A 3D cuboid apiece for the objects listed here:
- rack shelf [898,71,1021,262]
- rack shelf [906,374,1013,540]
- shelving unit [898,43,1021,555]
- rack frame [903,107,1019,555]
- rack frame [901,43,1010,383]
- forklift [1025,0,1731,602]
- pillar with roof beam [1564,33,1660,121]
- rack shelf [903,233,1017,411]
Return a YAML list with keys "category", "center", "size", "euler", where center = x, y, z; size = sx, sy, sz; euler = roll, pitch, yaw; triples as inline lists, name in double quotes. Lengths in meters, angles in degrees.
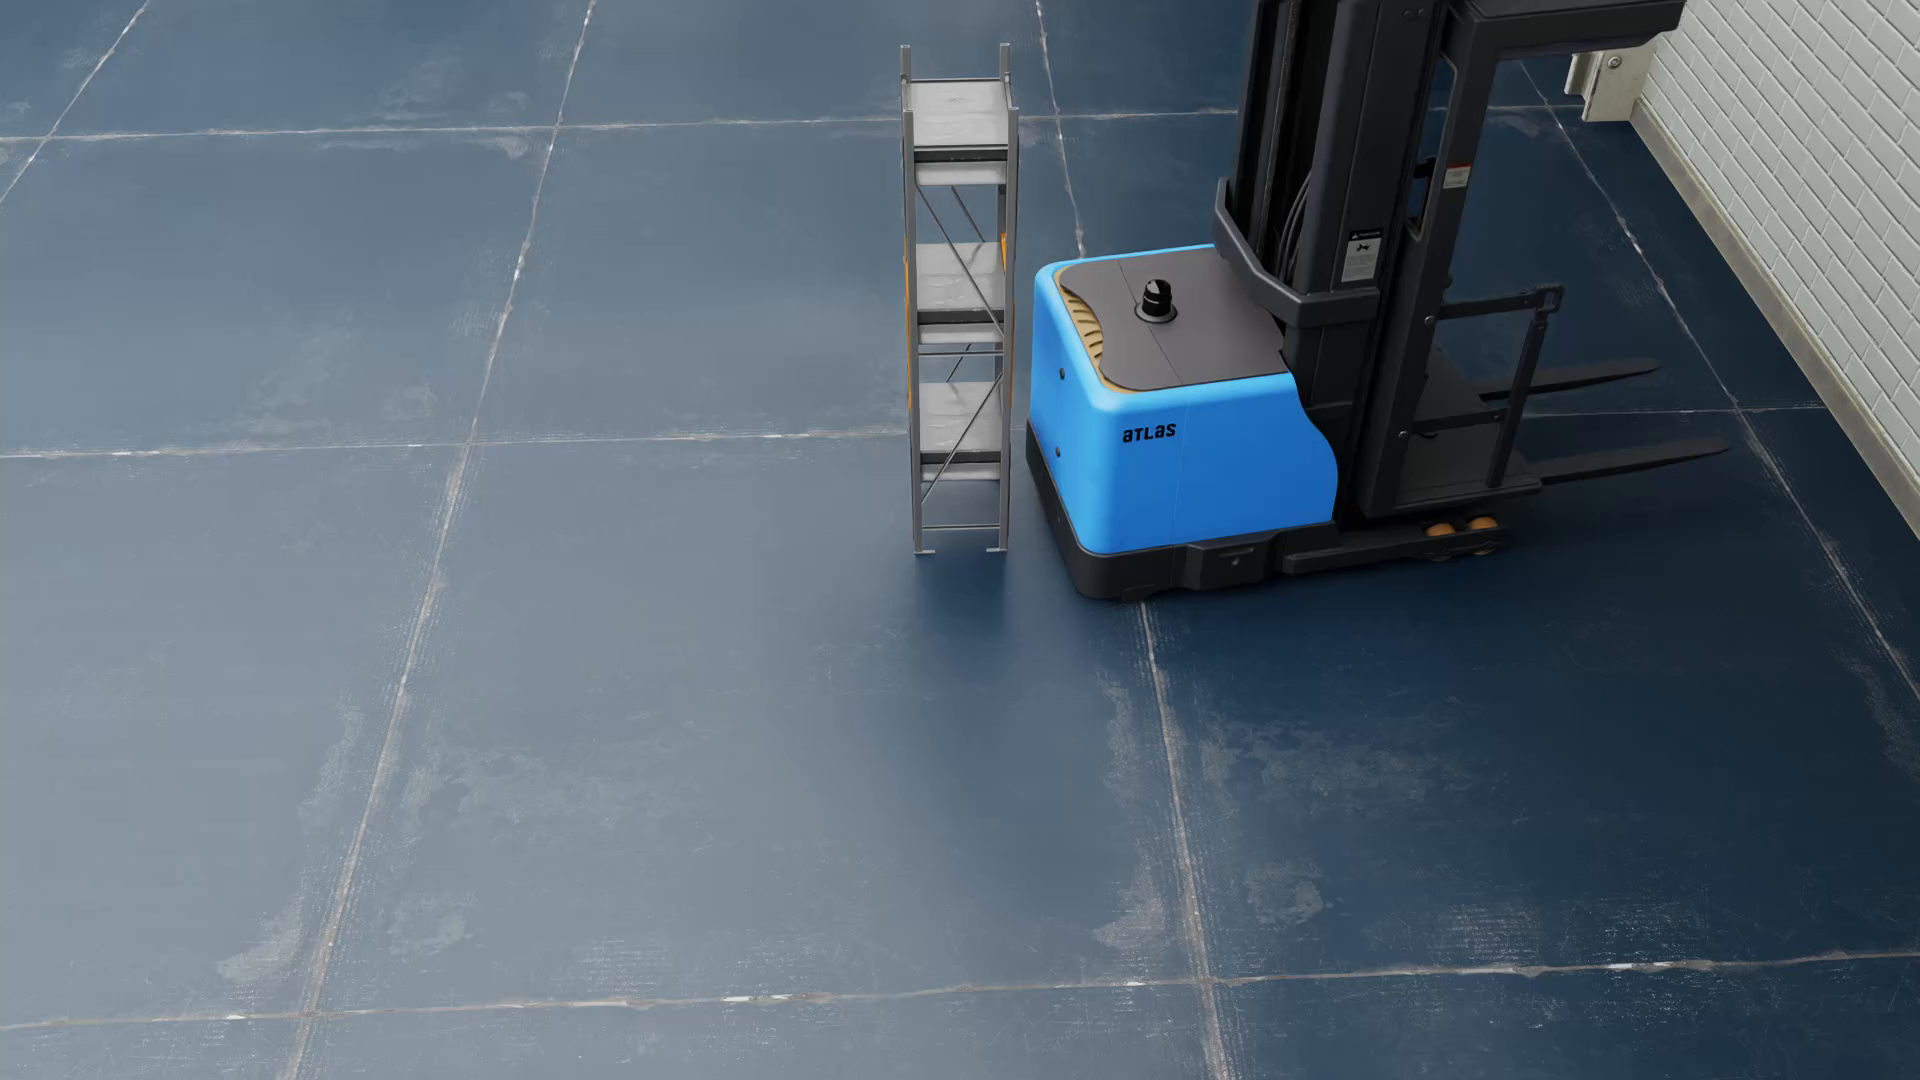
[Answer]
- category: "rack shelf"
  center: [-0.007, -1.392, 6.199]
  size: [0.431, 0.518, 0.480]
  euler: [-2, 43, -2]
- category: "rack shelf"
  center: [-0.007, -0.360, 7.145]
  size: [0.431, 0.518, 0.480]
  euler: [-2, 43, -2]
- category: "shelving unit"
  center: [-0.007, -0.886, 6.662]
  size: [0.431, 2.100, 0.503]
  euler: [-2, 43, -2]
- category: "rack frame"
  center: [0.003, -0.721, 6.483]
  size: [0.400, 2.100, 0.015]
  euler: [-2, 43, -2]
- category: "rack frame"
  center: [-0.017, -1.051, 6.842]
  size: [0.400, 2.100, 0.015]
  euler: [-2, 43, -2]
- category: "forklift"
  center: [1.869, -1.332, 6.534]
  size: [3.031, 2.935, 1.130]
  euler: [-8, 43, -9]
- category: "pillar with roof beam"
  center: [-0.404, -5.848, 6.971]
  size: [9.100, 9.000, 0.400]
  euler: [-2, 43, -2]
- category: "rack shelf"
  center: [-0.007, -0.876, 6.672]
  size: [0.431, 0.518, 0.480]
  euler: [-2, 43, -2]
